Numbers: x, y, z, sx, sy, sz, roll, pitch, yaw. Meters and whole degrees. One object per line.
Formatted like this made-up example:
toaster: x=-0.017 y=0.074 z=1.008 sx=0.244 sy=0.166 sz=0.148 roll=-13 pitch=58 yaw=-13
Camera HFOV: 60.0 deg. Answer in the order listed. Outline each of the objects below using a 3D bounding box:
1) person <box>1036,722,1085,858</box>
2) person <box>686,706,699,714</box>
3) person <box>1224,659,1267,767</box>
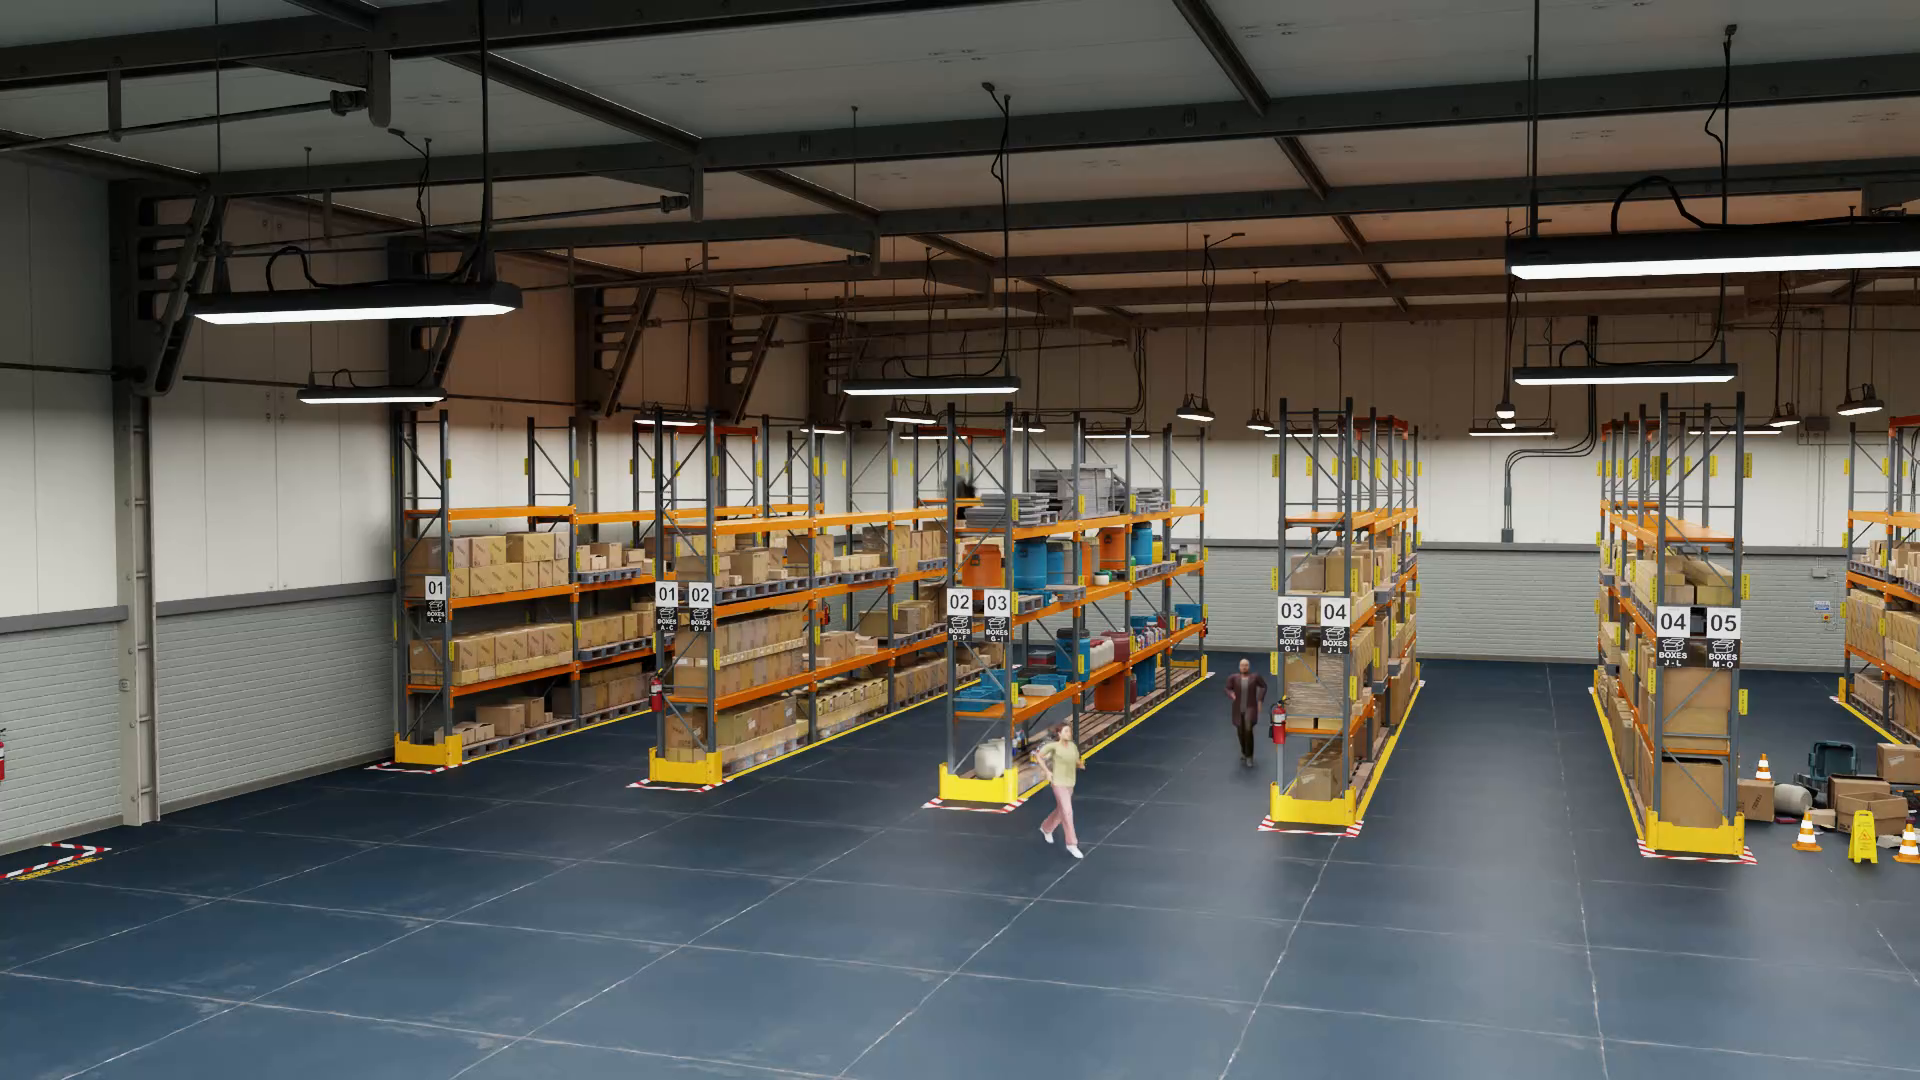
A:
person: x=1.340 y=3.168 z=21.714 sx=0.572 sy=1.594 sz=0.923 roll=-2 pitch=3 yaw=-38
person: x=-4.860 y=2.830 z=30.730 sx=0.580 sy=1.738 sz=0.850 roll=0 pitch=2 yaw=9
person: x=4.802 y=2.967 z=28.131 sx=0.687 sy=1.746 sz=0.821 roll=1 pitch=3 yaw=20
